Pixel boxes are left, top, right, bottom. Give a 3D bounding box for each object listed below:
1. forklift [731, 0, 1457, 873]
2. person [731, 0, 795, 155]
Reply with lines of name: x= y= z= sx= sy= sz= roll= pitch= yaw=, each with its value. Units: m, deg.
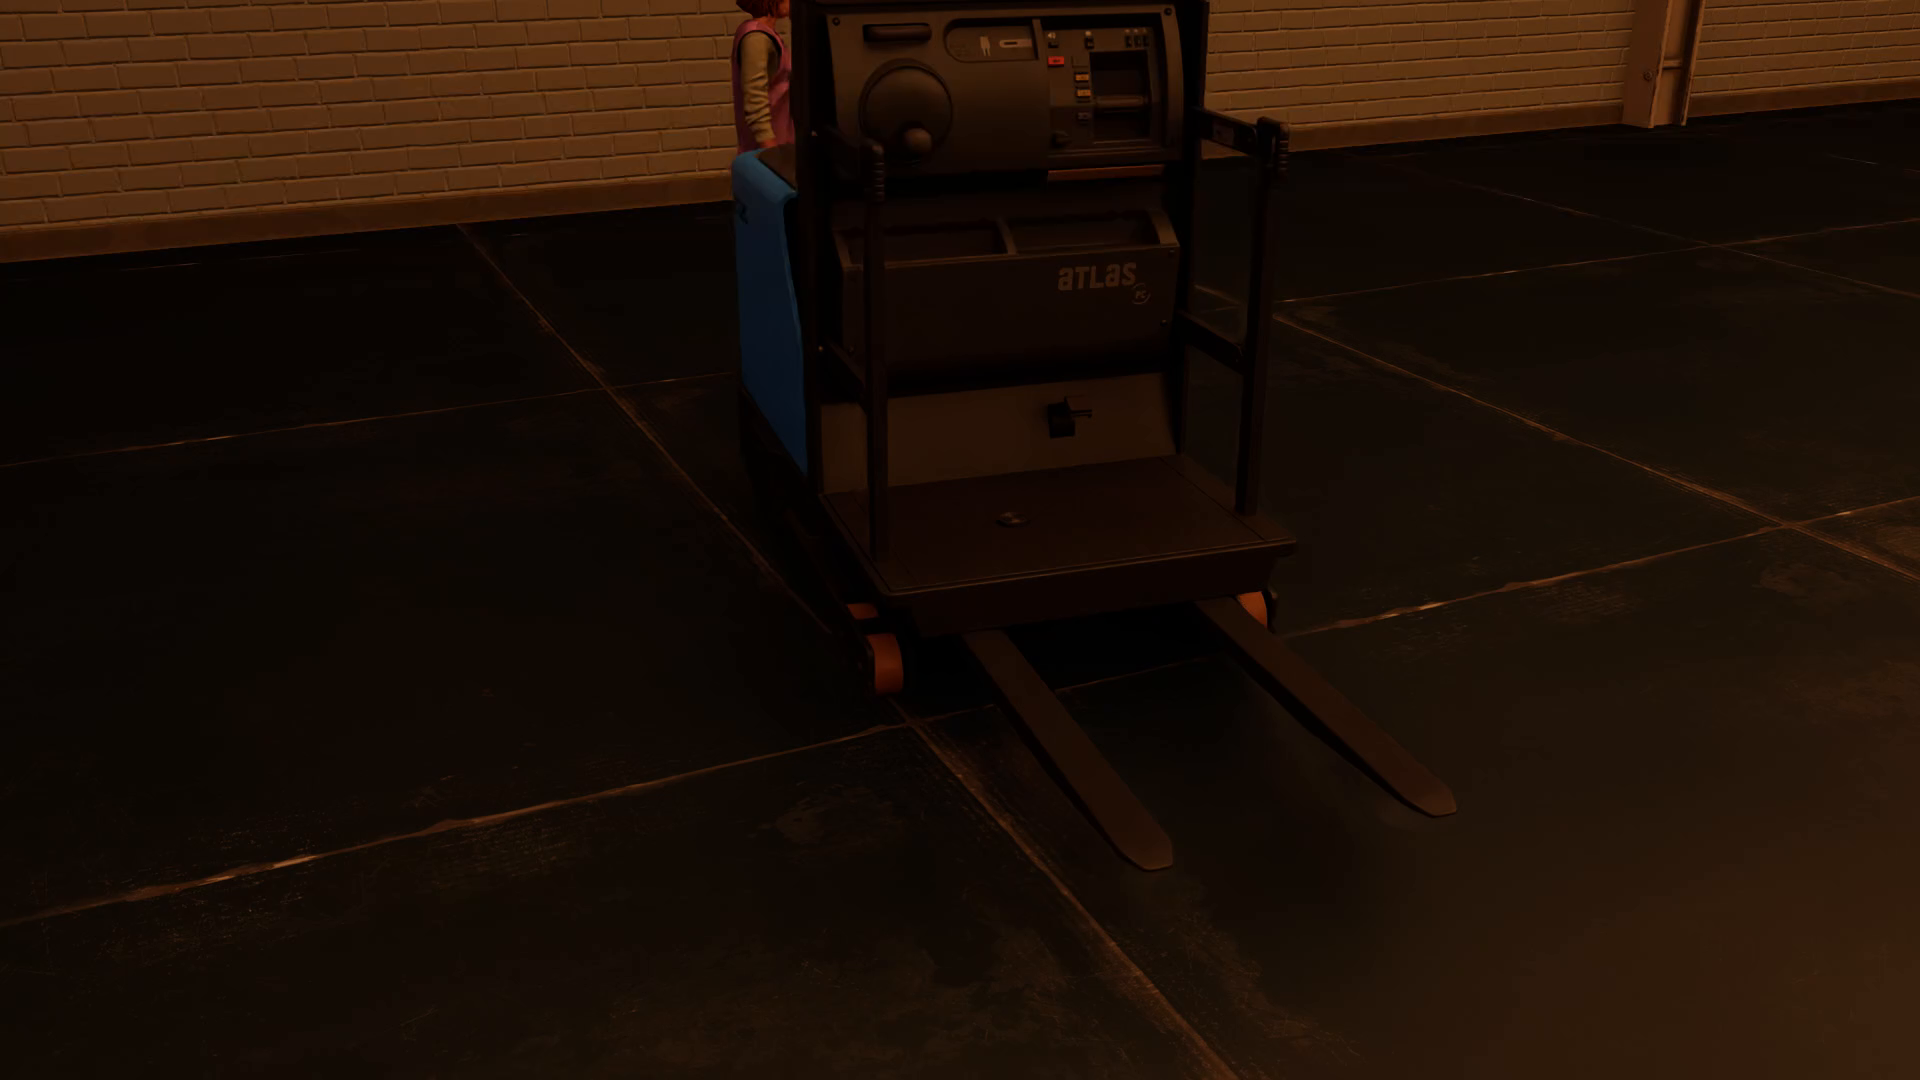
forklift: x=0.192 y=-1.131 z=4.009 sx=1.130 sy=2.935 sz=3.031 roll=-7 pitch=24 yaw=-16
person: x=-0.639 y=-1.382 z=6.348 sx=0.420 sy=1.602 sz=0.517 roll=-3 pitch=23 yaw=-7
